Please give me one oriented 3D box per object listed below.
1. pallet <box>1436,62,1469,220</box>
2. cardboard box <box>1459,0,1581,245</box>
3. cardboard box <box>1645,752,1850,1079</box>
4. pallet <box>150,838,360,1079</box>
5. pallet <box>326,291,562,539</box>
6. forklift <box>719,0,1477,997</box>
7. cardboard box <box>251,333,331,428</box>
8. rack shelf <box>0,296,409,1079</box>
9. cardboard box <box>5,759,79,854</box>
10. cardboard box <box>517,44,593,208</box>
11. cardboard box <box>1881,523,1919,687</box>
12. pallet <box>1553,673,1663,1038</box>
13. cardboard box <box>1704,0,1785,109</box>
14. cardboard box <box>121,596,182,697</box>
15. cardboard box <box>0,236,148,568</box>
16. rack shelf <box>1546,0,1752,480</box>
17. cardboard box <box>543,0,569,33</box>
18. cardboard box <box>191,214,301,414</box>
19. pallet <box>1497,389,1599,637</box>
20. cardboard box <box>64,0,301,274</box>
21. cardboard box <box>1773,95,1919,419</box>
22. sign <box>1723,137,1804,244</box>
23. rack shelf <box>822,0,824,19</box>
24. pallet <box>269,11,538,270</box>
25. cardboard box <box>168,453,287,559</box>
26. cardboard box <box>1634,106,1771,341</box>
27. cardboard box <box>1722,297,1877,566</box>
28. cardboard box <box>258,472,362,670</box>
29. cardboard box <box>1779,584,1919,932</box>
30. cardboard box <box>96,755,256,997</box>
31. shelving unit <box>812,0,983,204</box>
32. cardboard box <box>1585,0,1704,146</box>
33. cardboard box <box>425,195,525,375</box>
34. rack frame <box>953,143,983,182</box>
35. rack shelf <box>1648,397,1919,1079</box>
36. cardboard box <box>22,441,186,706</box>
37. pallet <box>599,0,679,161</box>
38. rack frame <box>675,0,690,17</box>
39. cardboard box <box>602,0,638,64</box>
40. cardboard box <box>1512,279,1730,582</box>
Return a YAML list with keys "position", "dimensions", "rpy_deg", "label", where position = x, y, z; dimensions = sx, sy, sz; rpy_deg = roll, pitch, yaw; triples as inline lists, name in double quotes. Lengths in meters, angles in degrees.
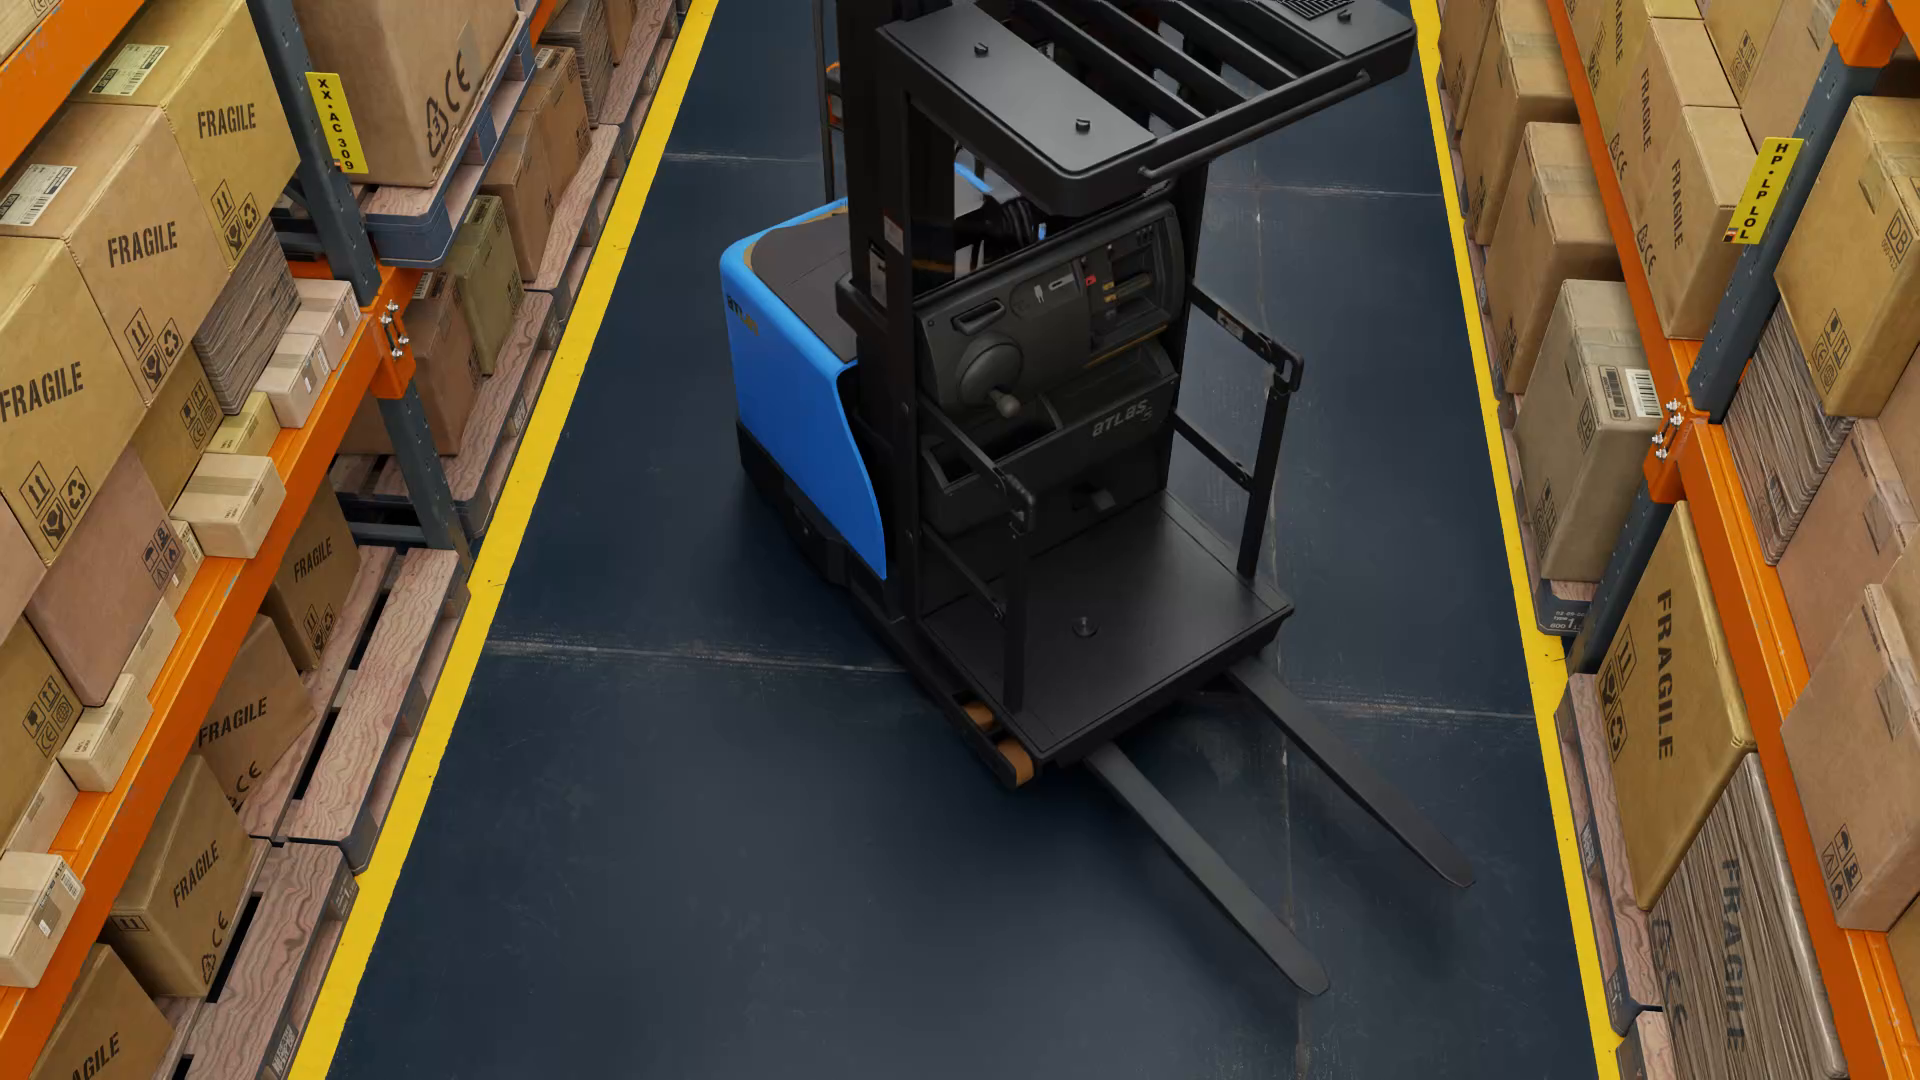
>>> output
- position: [2.842, -1.932, 7.874]
  dimensions: [1.003, 0.211, 1.213]
  rpy_deg: [4, 48, 4]
  label: "pallet"
- position: [2.767, -1.746, 7.054]
  dimensions: [1.050, 0.750, 0.750]
  rpy_deg: [5, 48, 4]
  label: "cardboard box"
- position: [2.419, 1.187, 4.287]
  dimensions: [0.875, 0.875, 0.875]
  rpy_deg: [4, 48, 4]
  label: "cardboard box"
- position: [-2.441, 1.420, 4.808]
  dimensions: [1.003, 0.211, 1.213]
  rpy_deg: [4, 48, 4]
  label: "pallet"
- position: [-2.237, -0.547, 6.608]
  dimensions: [1.003, 0.211, 1.213]
  rpy_deg: [4, 48, 4]
  label: "pallet"
- position: [0.415, -0.585, 4.799]
  dimensions: [1.130, 2.935, 3.031]
  rpy_deg: [-28, 53, -23]
  label: "forklift"
- position: [-2.065, -0.471, 4.818]
  dimensions: [0.380, 0.149, 0.250]
  rpy_deg: [4, 48, 4]
  label: "cardboard box"
- position: [-2.488, 0.796, 3.976]
  dimensions: [1.077, 0.370, 4.000]
  rpy_deg: [4, 48, 4]
  label: "rack shelf"
- position: [-2.283, 0.626, 3.815]
  dimensions: [0.380, 0.149, 0.250]
  rpy_deg: [4, 48, 4]
  label: "cardboard box"
- position: [-2.065, -1.841, 7.297]
  dimensions: [0.700, 0.500, 0.500]
  rpy_deg: [7, 48, 7]
  label: "cardboard box"
- position: [2.436, 0.145, 3.251]
  dimensions: [0.875, 0.550, 0.550]
  rpy_deg: [4, 48, 4]
  label: "cardboard box"
- position: [2.477, 0.986, 5.205]
  dimensions: [1.003, 0.211, 1.213]
  rpy_deg: [4, 48, 4]
  label: "pallet"
- position: [2.708, -1.623, 4.956]
  dimensions: [0.700, 0.500, 0.500]
  rpy_deg: [3, 48, 3]
  label: "cardboard box"
- position: [-2.196, 0.262, 4.148]
  dimensions: [0.380, 0.149, 0.250]
  rpy_deg: [4, 48, 4]
  label: "cardboard box"
- position: [-2.164, -0.304, 3.548]
  dimensions: [0.500, 0.500, 0.500]
  rpy_deg: [4, 48, 4]
  label: "cardboard box"
- position: [2.806, -1.735, 6.292]
  dimensions: [1.077, 0.370, 4.000]
  rpy_deg: [4, 48, 4]
  label: "rack shelf"
- position: [-2.011, -2.529, 7.418]
  dimensions: [0.500, 0.250, 0.500]
  rpy_deg: [9, 48, 8]
  label: "cardboard box"
- position: [-2.409, -0.724, 4.610]
  dimensions: [0.875, 0.500, 0.500]
  rpy_deg: [4, 48, 4]
  label: "cardboard box"
- position: [2.619, -0.139, 6.234]
  dimensions: [1.003, 0.211, 1.213]
  rpy_deg: [4, 48, 4]
  label: "pallet"
- position: [-2.073, -1.039, 4.220]
  dimensions: [0.500, 0.500, 0.500]
  rpy_deg: [4, 48, 4]
  label: "cardboard box"
- position: [2.556, -0.655, 3.983]
  dimensions: [0.875, 0.550, 0.550]
  rpy_deg: [4, 48, 4]
  label: "cardboard box"
- position: [2.083, -0.902, 4.311]
  dimensions: [0.100, 0.325, 0.005]
  rpy_deg: [4, 48, 4]
  label: "sign"
- position: [-0.217, -2.092, 5.811]
  dimensions: [0.431, 0.518, 0.480]
  rpy_deg: [27, 53, 23]
  label: "rack shelf"
- position: [-2.092, -1.403, 5.631]
  dimensions: [1.003, 0.211, 1.213]
  rpy_deg: [4, 48, 4]
  label: "pallet"
- position: [-2.060, -0.100, 4.479]
  dimensions: [0.380, 0.149, 0.250]
  rpy_deg: [4, 48, 4]
  label: "cardboard box"
- position: [2.405, -0.944, 5.012]
  dimensions: [0.500, 0.500, 0.500]
  rpy_deg: [4, 48, 3]
  label: "cardboard box"
- position: [2.602, -0.287, 4.378]
  dimensions: [0.875, 0.550, 0.550]
  rpy_deg: [4, 48, 4]
  label: "cardboard box"
- position: [-2.382, 0.077, 5.556]
  dimensions: [0.500, 0.500, 0.500]
  rpy_deg: [3, 48, 2]
  label: "cardboard box"
- position: [2.408, 0.508, 3.651]
  dimensions: [0.875, 0.550, 0.550]
  rpy_deg: [4, 48, 4]
  label: "cardboard box"
- position: [-2.405, 0.960, 4.749]
  dimensions: [0.500, 0.500, 0.500]
  rpy_deg: [0, 48, 0]
  label: "cardboard box"
- position: [-0.216, -1.629, 6.317]
  dimensions: [0.431, 2.100, 0.503]
  rpy_deg: [27, 53, 23]
  label: "shelving unit"
- position: [2.497, -1.686, 5.692]
  dimensions: [0.500, 0.500, 0.500]
  rpy_deg: [4, 48, 4]
  label: "cardboard box"
- position: [-2.167, -1.020, 6.546]
  dimensions: [0.700, 0.500, 0.500]
  rpy_deg: [4, 48, 3]
  label: "cardboard box"
- position: [-0.076, -1.776, 6.452]
  dimensions: [0.400, 2.100, 0.015]
  rpy_deg: [27, 53, 23]
  label: "rack frame"
- position: [2.442, 1.204, 3.603]
  dimensions: [1.077, 0.370, 4.000]
  rpy_deg: [4, 48, 4]
  label: "rack shelf"
- position: [-2.435, 0.015, 3.934]
  dimensions: [0.875, 0.500, 0.500]
  rpy_deg: [4, 48, 4]
  label: "cardboard box"
- position: [-2.014, -2.340, 8.247]
  dimensions: [1.003, 0.211, 1.213]
  rpy_deg: [4, 48, 4]
  label: "pallet"
- position: [-1.942, -3.856, 7.744]
  dimensions: [1.000, 3.000, 0.127]
  rpy_deg: [4, 48, 4]
  label: "rack frame"
- position: [-1.983, -2.667, 8.052]
  dimensions: [0.700, 0.500, 0.500]
  rpy_deg: [2, 48, 1]
  label: "cardboard box"
- position: [2.591, -0.353, 5.780]
  dimensions: [1.050, 0.750, 0.750]
  rpy_deg: [4, 48, 3]
  label: "cardboard box"
